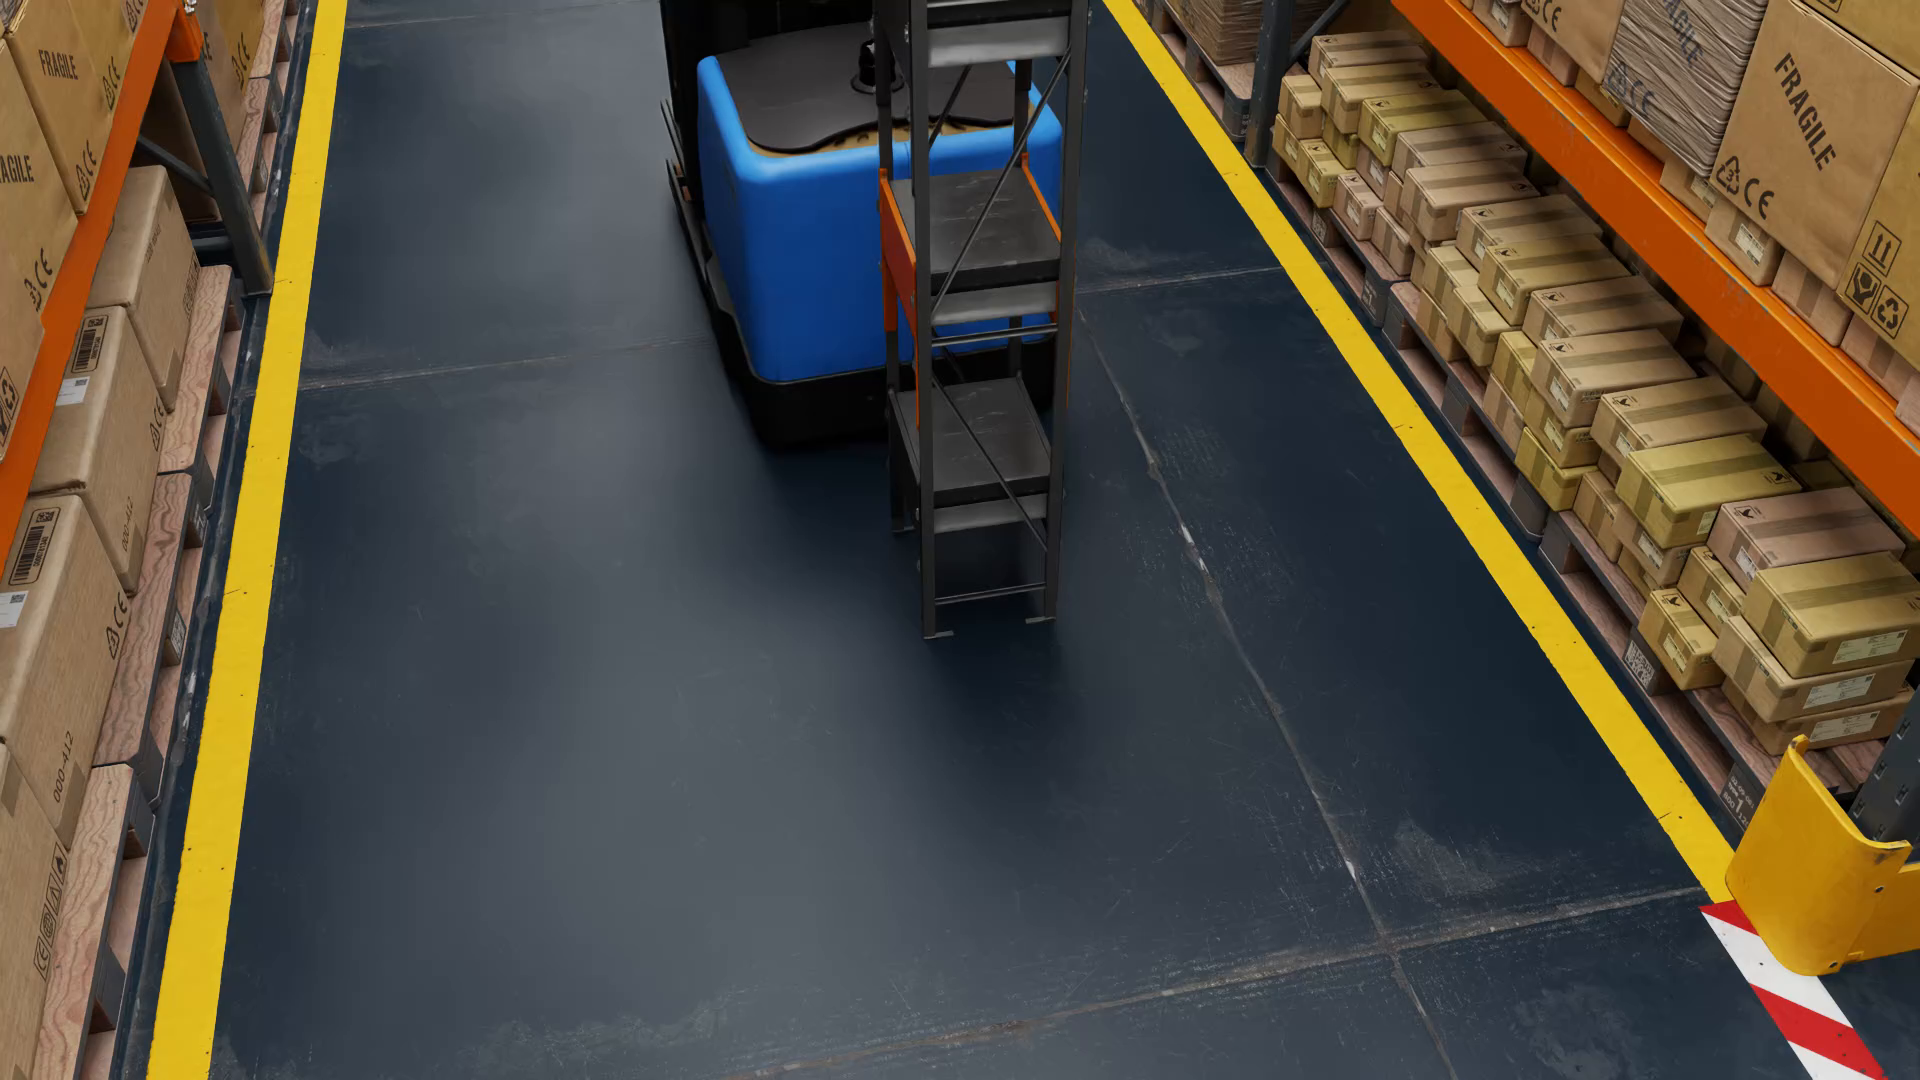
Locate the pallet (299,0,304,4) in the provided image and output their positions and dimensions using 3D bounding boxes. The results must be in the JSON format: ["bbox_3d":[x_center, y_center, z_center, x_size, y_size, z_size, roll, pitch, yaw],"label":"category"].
[{"bbox_3d":[-3.870,-3.042,8.518,1.003,0.211,1.213,-8,42,-9],"label":"pallet"}]

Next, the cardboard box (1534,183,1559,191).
[{"bbox_3d":[2.191,-1.311,6.074,0.380,0.149,0.250,-8,42,-9],"label":"cardboard box"}]

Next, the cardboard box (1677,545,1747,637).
[{"bbox_3d":[2.175,0.124,4.458,0.380,0.149,0.250,-9,42,-10],"label":"cardboard box"}]

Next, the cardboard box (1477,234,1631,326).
[{"bbox_3d":[1.893,-0.832,5.311,0.380,0.149,0.250,-8,42,-9],"label":"cardboard box"}]

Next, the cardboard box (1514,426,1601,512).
[{"bbox_3d":[1.945,-0.248,5.101,0.380,0.149,0.250,-10,43,-11],"label":"cardboard box"}]

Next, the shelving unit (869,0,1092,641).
[{"bbox_3d":[0.036,-0.678,4.432,0.431,2.100,0.503,-8,42,-9],"label":"shelving unit"}]

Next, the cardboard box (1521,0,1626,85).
[{"bbox_3d":[1.901,-1.585,4.477,0.500,0.500,0.500,-6,42,-7],"label":"cardboard box"}]

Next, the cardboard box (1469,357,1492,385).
[{"bbox_3d":[1.924,-0.603,5.501,0.380,0.149,0.250,-7,42,-8],"label":"cardboard box"}]

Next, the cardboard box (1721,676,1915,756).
[{"bbox_3d":[2.255,0.402,4.369,0.380,0.149,0.250,-8,42,-9],"label":"cardboard box"}]

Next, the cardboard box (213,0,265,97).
[{"bbox_3d":[-3.518,-2.351,6.923,0.875,0.875,0.875,-7,42,-8],"label":"cardboard box"}]

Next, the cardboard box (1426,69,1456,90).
[{"bbox_3d":[2.087,-1.832,6.661,0.380,0.149,0.250,-8,42,-8],"label":"cardboard box"}]

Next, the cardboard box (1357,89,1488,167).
[{"bbox_3d":[1.685,-1.505,6.069,0.380,0.149,0.250,-9,42,-10],"label":"cardboard box"}]

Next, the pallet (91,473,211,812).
[{"bbox_3d":[-2.749,0.326,4.724,1.003,0.211,1.213,-8,42,-9],"label":"pallet"}]

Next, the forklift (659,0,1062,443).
[{"bbox_3d":[-0.561,-2.409,5.756,1.130,2.935,3.031,-11,43,-12],"label":"forklift"}]

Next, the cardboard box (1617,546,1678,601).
[{"bbox_3d":[2.127,0.066,4.747,0.380,0.149,0.250,-9,42,-9],"label":"cardboard box"}]

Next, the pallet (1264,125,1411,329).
[{"bbox_3d":[1.888,-1.315,6.573,1.003,0.211,1.213,-8,42,-9],"label":"pallet"}]

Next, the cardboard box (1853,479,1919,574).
[{"bbox_3d":[2.614,-0.059,4.440,0.380,0.149,0.250,-8,42,-9],"label":"cardboard box"}]

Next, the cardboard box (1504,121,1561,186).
[{"bbox_3d":[2.174,-1.409,5.961,0.380,0.149,0.250,-7,42,-8],"label":"cardboard box"}]

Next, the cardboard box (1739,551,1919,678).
[{"bbox_3d":[2.210,0.184,4.166,0.380,0.149,0.250,-8,42,-9],"label":"cardboard box"}]

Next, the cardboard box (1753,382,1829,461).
[{"bbox_3d":[2.550,-0.389,4.812,0.380,0.149,0.250,-10,43,-11],"label":"cardboard box"}]

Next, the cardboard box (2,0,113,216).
[{"bbox_3d":[-2.514,-1.131,4.189,0.500,0.500,0.500,-9,42,-10],"label":"cardboard box"}]

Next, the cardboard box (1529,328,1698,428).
[{"bbox_3d":[1.926,-0.480,4.914,0.380,0.149,0.250,-7,42,-8],"label":"cardboard box"}]

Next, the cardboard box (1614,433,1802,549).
[{"bbox_3d":[2.032,-0.137,4.528,0.380,0.149,0.250,-9,42,-10],"label":"cardboard box"}]

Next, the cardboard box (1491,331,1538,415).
[{"bbox_3d":[1.904,-0.538,5.204,0.380,0.149,0.250,-6,42,-7],"label":"cardboard box"}]

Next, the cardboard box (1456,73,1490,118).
[{"bbox_3d":[2.133,-1.749,6.343,0.380,0.149,0.250,-8,42,-9],"label":"cardboard box"}]

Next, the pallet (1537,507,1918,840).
[{"bbox_3d":[2.415,0.266,4.791,1.003,0.211,1.213,-8,42,-9],"label":"pallet"}]

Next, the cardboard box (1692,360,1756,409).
[{"bbox_3d":[2.467,-0.446,5.100,0.380,0.149,0.250,-10,43,-11],"label":"cardboard box"}]

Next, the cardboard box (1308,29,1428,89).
[{"bbox_3d":[1.581,-1.849,6.456,0.380,0.149,0.250,-7,42,-8],"label":"cardboard box"}]

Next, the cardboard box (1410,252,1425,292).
[{"bbox_3d":[1.831,-0.944,5.886,0.380,0.149,0.250,-10,43,-11],"label":"cardboard box"}]

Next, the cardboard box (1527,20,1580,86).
[{"bbox_3d":[1.885,-1.450,4.814,0.380,0.149,0.250,-7,42,-8],"label":"cardboard box"}]

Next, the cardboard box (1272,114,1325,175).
[{"bbox_3d":[1.473,-1.597,6.621,0.380,0.149,0.250,-10,43,-11],"label":"cardboard box"}]

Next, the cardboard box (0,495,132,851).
[{"bbox_3d":[-2.686,0.375,4.182,0.875,0.438,0.875,-7,42,-8],"label":"cardboard box"}]

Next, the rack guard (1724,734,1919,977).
[{"bbox_3d":[2.555,0.690,4.096,1.175,0.500,0.348,-8,42,-9],"label":"rack guard"}]

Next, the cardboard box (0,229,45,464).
[{"bbox_3d":[-2.292,-0.467,3.441,0.500,0.500,0.500,-9,42,-10],"label":"cardboard box"}]

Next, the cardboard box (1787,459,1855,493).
[{"bbox_3d":[2.566,-0.106,4.717,0.380,0.149,0.250,-8,42,-9],"label":"cardboard box"}]

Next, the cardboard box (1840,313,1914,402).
[{"bbox_3d":[2.208,-0.439,3.674,0.380,0.149,0.250,-8,42,-9],"label":"cardboard box"}]

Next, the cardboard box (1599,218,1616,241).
[{"bbox_3d":[2.393,-1.074,5.583,0.380,0.149,0.250,-10,43,-11],"label":"cardboard box"}]

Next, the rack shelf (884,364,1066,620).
[{"bbox_3d":[0.036,-0.144,4.906,0.431,0.518,0.480,-8,42,-9],"label":"rack shelf"}]

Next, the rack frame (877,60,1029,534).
[{"bbox_3d":[-0.017,-0.836,4.610,0.400,2.100,0.015,-8,42,-9],"label":"rack frame"}]

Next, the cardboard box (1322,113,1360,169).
[{"bbox_3d":[1.617,-1.559,6.353,0.380,0.149,0.250,-8,42,-9],"label":"cardboard box"}]

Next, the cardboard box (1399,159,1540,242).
[{"bbox_3d":[1.739,-1.163,5.683,0.380,0.149,0.250,-7,42,-8],"label":"cardboard box"}]

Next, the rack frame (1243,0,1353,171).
[{"bbox_3d":[1.708,-2.789,6.132,1.000,3.000,0.127,-8,42,-9],"label":"rack frame"}]

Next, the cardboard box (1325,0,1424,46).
[{"bbox_3d":[1.808,-2.528,7.405,0.500,0.500,0.500,-7,42,-8],"label":"cardboard box"}]

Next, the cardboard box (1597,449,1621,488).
[{"bbox_3d":[2.108,-0.225,4.851,0.380,0.149,0.250,-9,42,-10],"label":"cardboard box"}]

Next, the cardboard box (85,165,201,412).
[{"bbox_3d":[-3.072,-0.790,5.494,0.875,0.438,0.875,-9,42,-10],"label":"cardboard box"}]

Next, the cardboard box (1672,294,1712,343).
[{"bbox_3d":[2.487,-0.748,5.216,0.380,0.149,0.250,-8,42,-9],"label":"cardboard box"}]

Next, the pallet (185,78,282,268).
[{"bbox_3d":[-3.343,-1.460,6.736,1.003,0.211,1.213,-8,42,-9],"label":"pallet"}]

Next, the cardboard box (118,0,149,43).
[{"bbox_3d":[-2.753,-1.787,4.928,0.500,0.500,0.500,-8,42,-9],"label":"cardboard box"}]

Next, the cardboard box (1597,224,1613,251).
[{"bbox_3d":[2.303,-0.972,5.692,0.380,0.149,0.250,-10,43,-11],"label":"cardboard box"}]

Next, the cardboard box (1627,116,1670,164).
[{"bbox_3d":[2.033,-1.120,4.442,0.380,0.149,0.250,-10,43,-11],"label":"cardboard box"}]

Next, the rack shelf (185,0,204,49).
[{"bbox_3d":[-3.535,-3.041,6.958,1.077,0.370,4.000,-8,42,-9],"label":"rack shelf"}]

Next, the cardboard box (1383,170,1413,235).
[{"bbox_3d":[1.760,-1.230,5.984,0.380,0.149,0.250,-10,43,-11],"label":"cardboard box"}]

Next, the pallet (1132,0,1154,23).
[{"bbox_3d":[1.272,-3.043,8.519,1.003,0.211,1.213,-8,42,-9],"label":"pallet"}]

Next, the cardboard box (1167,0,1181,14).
[{"bbox_3d":[1.192,-2.787,7.697,0.500,0.500,0.500,-9,42,-10],"label":"cardboard box"}]

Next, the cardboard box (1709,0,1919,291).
[{"bbox_3d":[2.117,-0.933,3.743,0.500,0.500,0.500,-9,42,-10],"label":"cardboard box"}]

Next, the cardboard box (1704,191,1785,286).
[{"bbox_3d":[2.062,-0.762,4.038,0.380,0.149,0.250,-7,42,-8],"label":"cardboard box"}]

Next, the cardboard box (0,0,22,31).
[{"bbox_3d":[-2.511,-1.500,3.852,0.500,0.500,0.500,-8,42,-9],"label":"cardboard box"}]

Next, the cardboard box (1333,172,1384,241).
[{"bbox_3d":[1.635,-1.271,6.254,0.380,0.149,0.250,-9,42,-9],"label":"cardboard box"}]

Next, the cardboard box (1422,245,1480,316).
[{"bbox_3d":[1.789,-0.876,5.585,0.380,0.149,0.250,-9,42,-10],"label":"cardboard box"}]

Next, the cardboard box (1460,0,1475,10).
[{"bbox_3d":[1.731,-1.792,5.199,0.380,0.149,0.250,-8,42,-8],"label":"cardboard box"}]
